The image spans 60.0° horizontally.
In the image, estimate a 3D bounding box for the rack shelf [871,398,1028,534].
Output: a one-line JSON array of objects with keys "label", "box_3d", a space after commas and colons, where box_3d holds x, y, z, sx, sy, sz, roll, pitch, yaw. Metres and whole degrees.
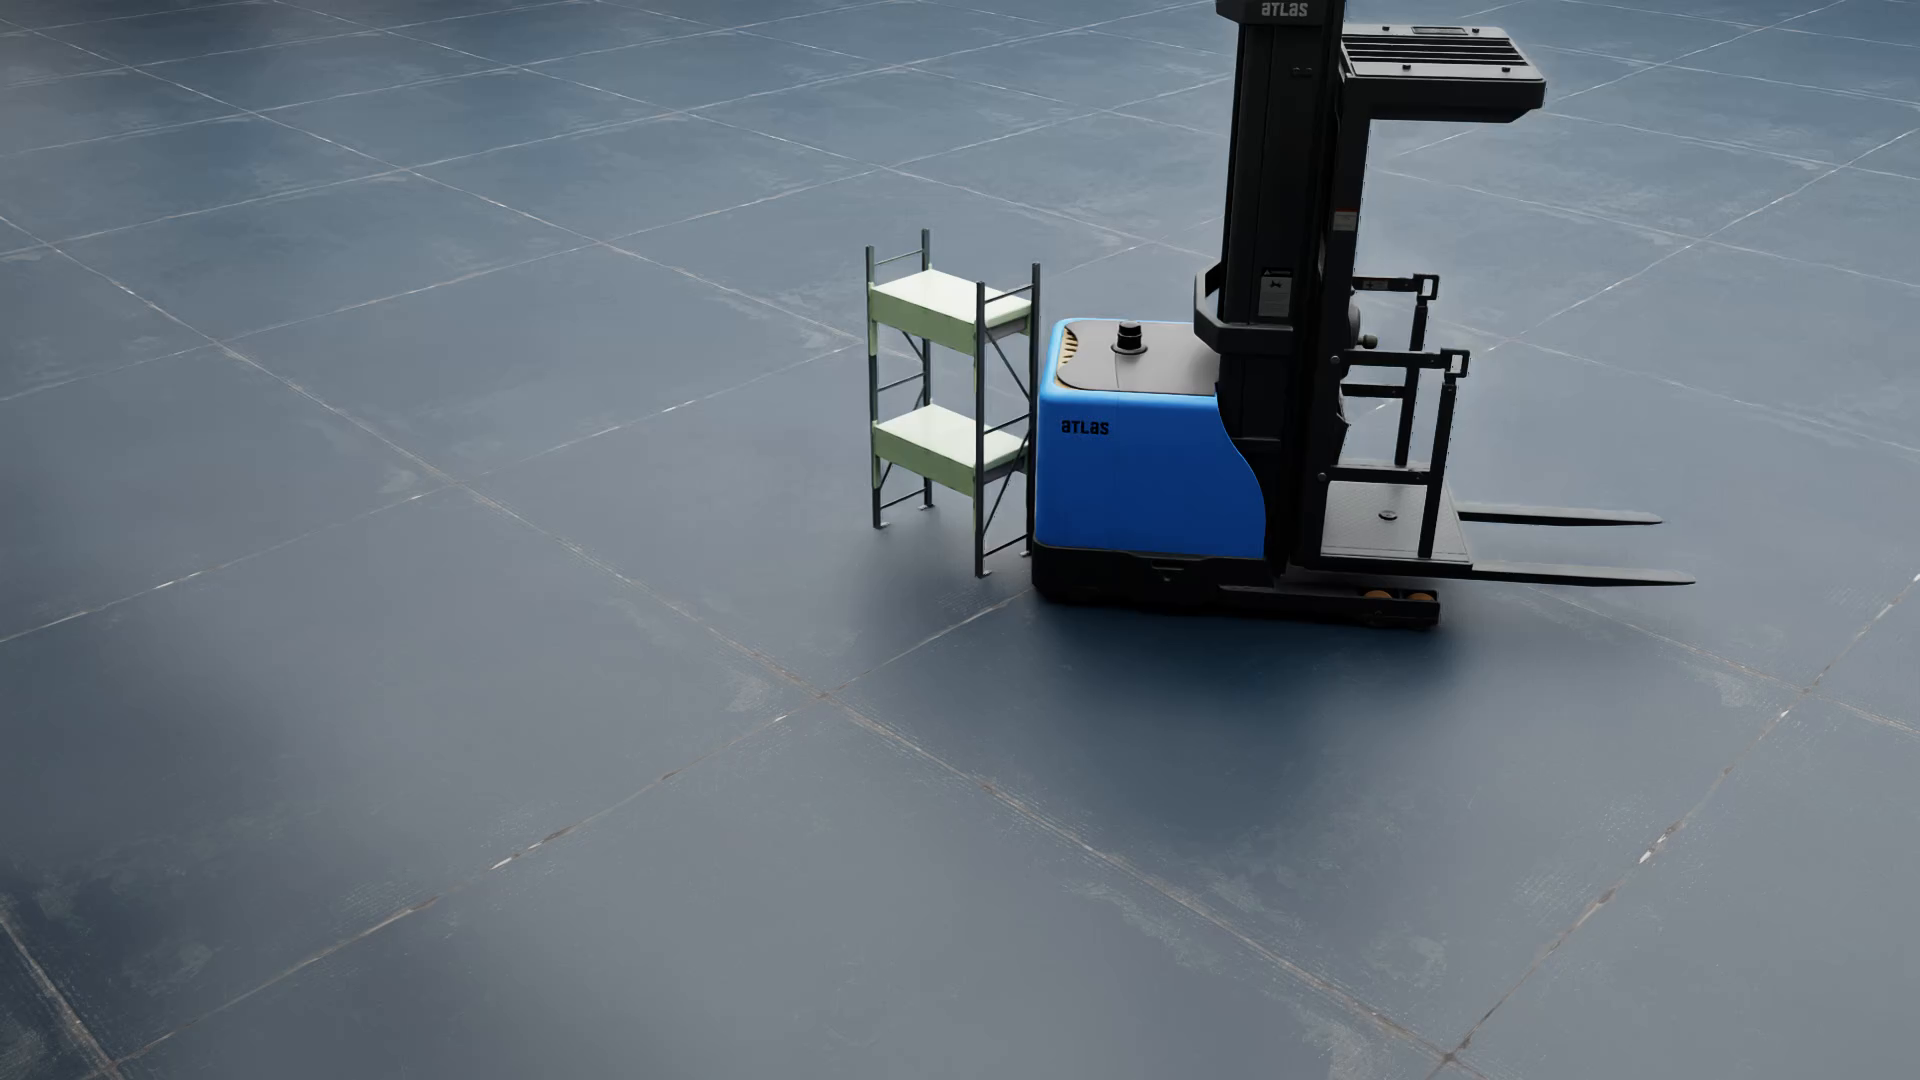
[{"label": "rack shelf", "box_3d": [-0.038, -0.377, 8.232, 0.720, 0.370, 0.431, 25, 37, 39]}]

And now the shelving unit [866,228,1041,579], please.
[{"label": "shelving unit", "box_3d": [-0.038, -0.665, 8.080, 0.755, 1.500, 0.431, 25, 37, 39]}]

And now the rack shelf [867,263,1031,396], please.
[{"label": "rack shelf", "box_3d": [-0.038, -1.011, 7.898, 0.720, 0.370, 0.431, 25, 37, 39]}]

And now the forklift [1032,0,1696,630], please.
[{"label": "forklift", "box_3d": [1.896, -1.148, 7.460, 3.031, 2.935, 1.130, 3, 28, 6]}]

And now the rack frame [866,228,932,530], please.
[{"label": "rack frame", "box_3d": [-0.297, -0.786, 8.309, 0.023, 1.500, 0.400, 25, 37, 39]}]

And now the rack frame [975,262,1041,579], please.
[{"label": "rack frame", "box_3d": [0.221, -0.545, 7.851, 0.023, 1.500, 0.400, 25, 37, 39]}]
